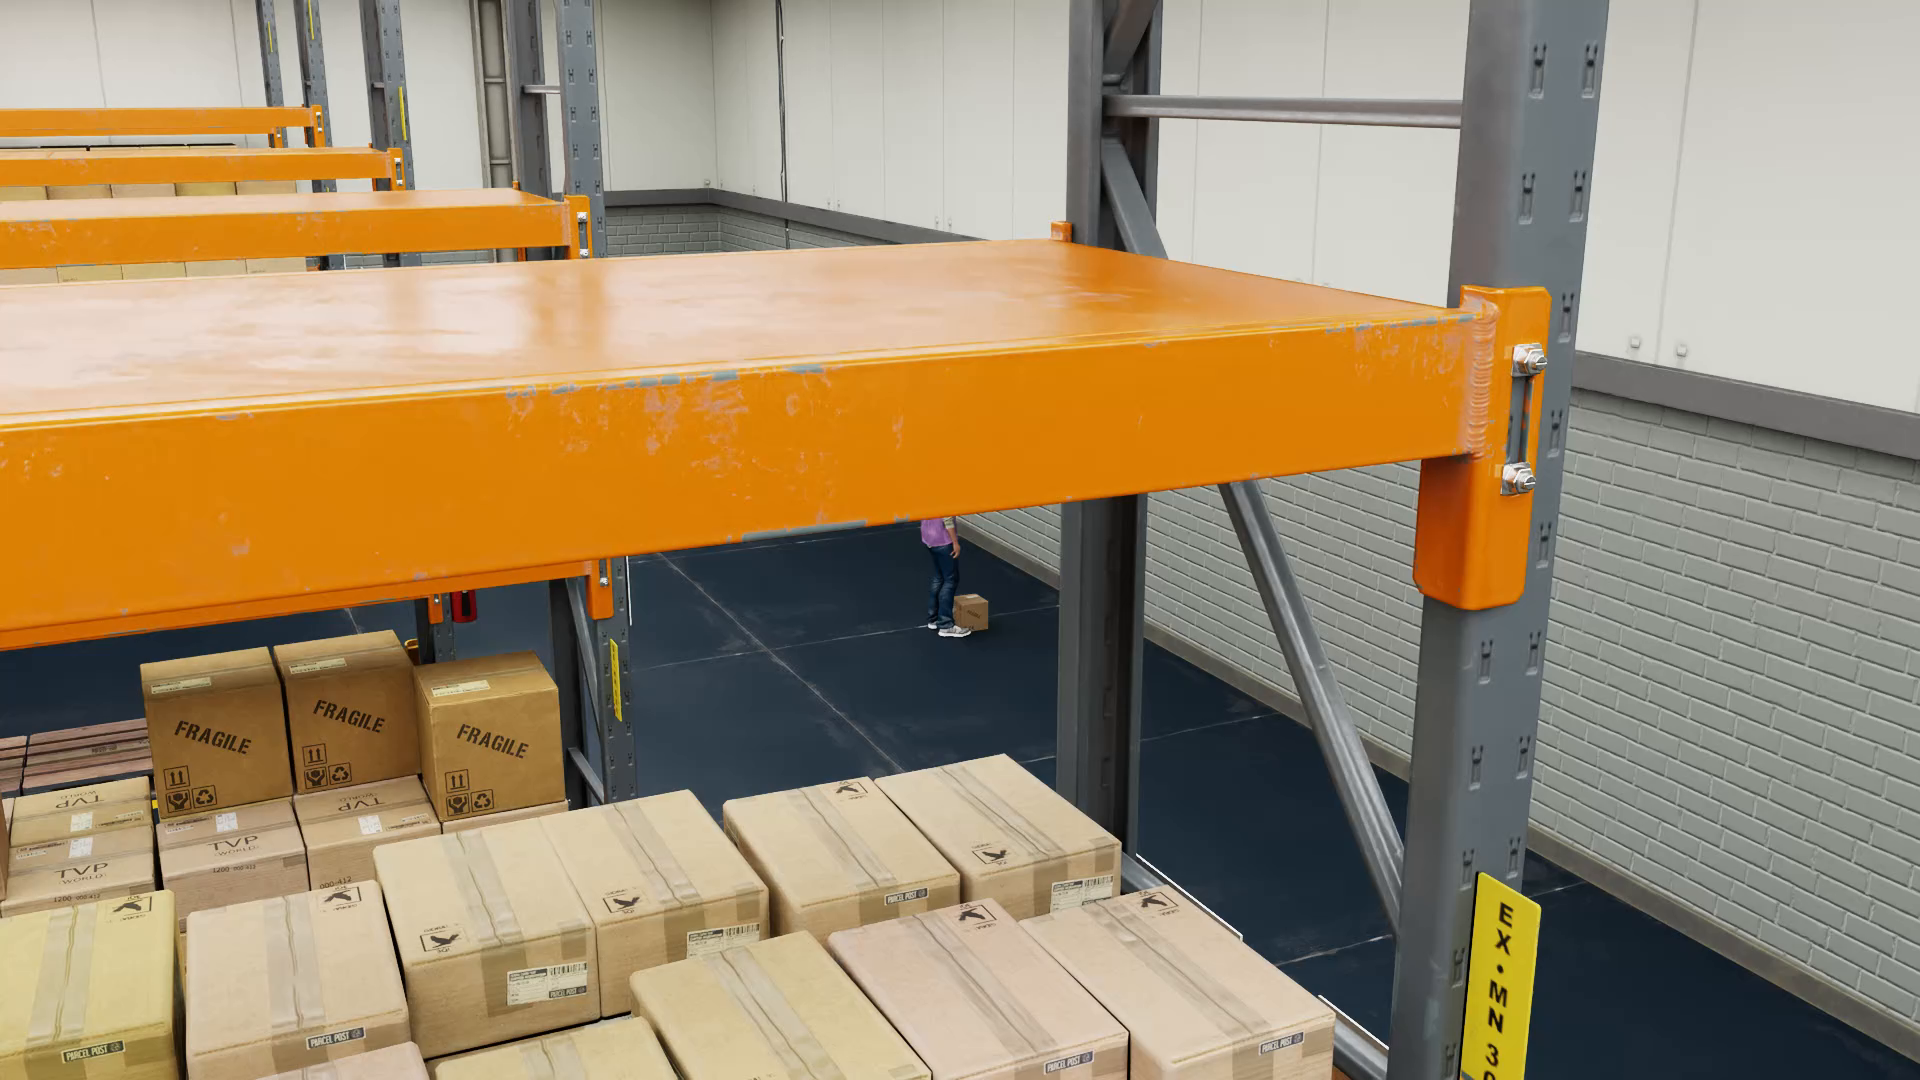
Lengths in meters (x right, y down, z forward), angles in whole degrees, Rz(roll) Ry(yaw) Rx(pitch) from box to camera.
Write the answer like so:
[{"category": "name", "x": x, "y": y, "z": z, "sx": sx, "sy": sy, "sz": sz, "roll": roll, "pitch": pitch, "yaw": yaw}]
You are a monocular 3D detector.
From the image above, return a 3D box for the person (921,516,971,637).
[{"category": "person", "x": -0.139, "y": 0.009, "z": 14.014, "sx": 0.344, "sy": 1.592, "sz": 0.460, "roll": -6, "pitch": 17, "yaw": -21}]
